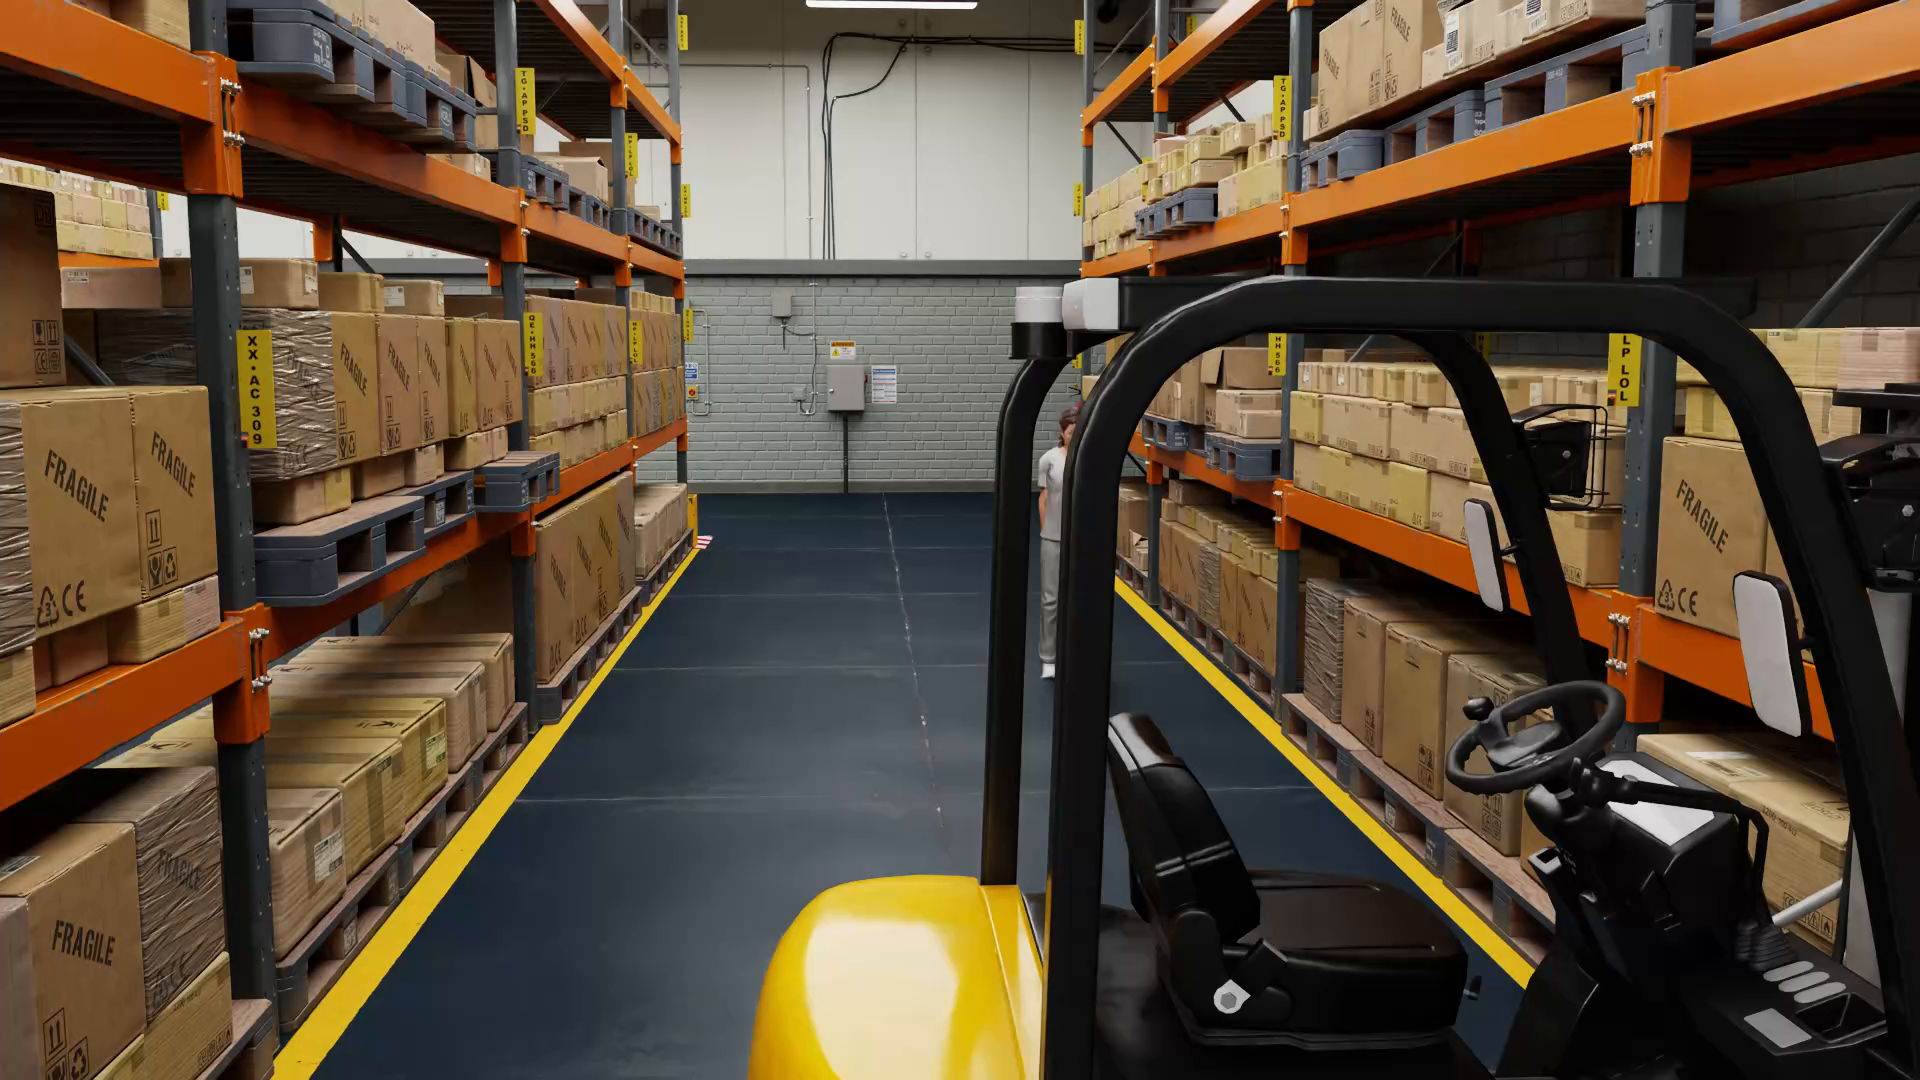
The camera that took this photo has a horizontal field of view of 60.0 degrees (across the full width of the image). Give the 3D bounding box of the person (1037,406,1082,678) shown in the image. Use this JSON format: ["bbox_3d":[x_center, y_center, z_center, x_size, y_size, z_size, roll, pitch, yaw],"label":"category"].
[{"bbox_3d":[0.695,0.009,10.244,0.445,1.669,0.355,0,7,-3],"label":"person"}]
